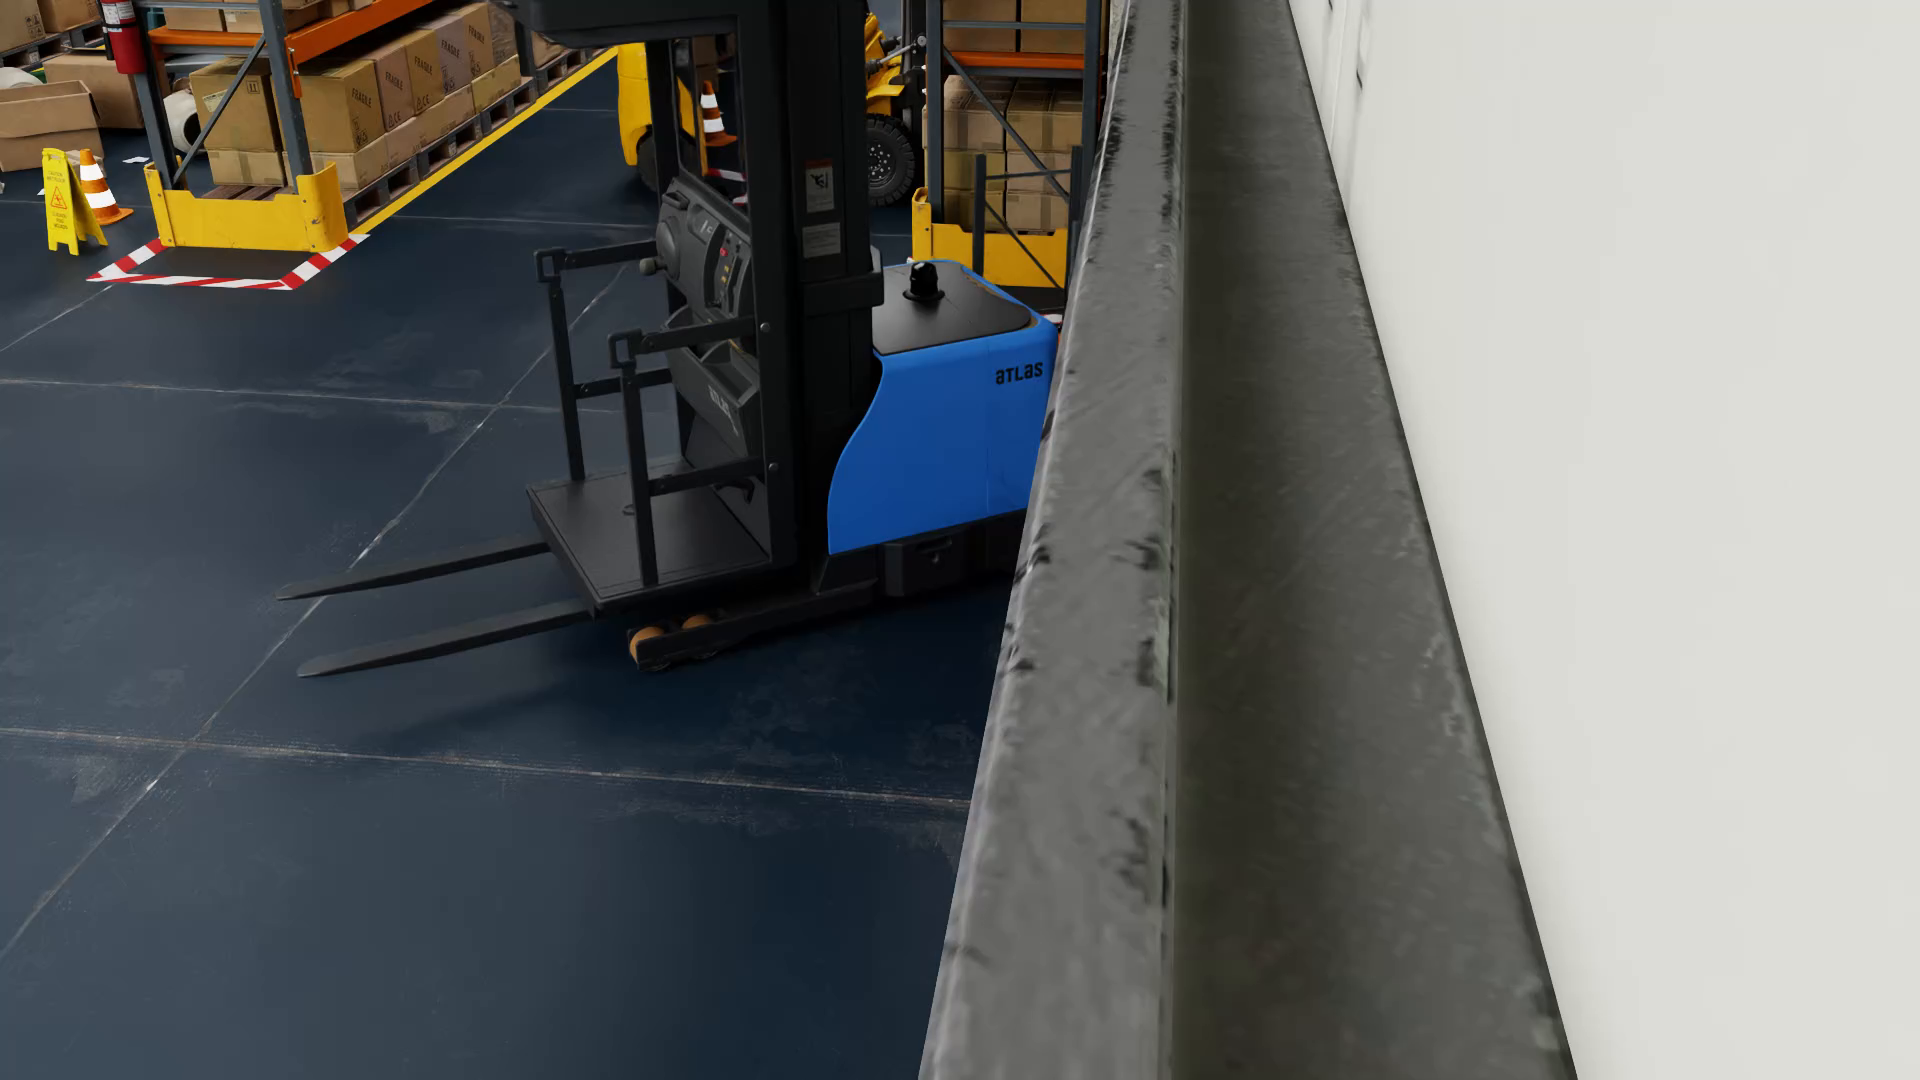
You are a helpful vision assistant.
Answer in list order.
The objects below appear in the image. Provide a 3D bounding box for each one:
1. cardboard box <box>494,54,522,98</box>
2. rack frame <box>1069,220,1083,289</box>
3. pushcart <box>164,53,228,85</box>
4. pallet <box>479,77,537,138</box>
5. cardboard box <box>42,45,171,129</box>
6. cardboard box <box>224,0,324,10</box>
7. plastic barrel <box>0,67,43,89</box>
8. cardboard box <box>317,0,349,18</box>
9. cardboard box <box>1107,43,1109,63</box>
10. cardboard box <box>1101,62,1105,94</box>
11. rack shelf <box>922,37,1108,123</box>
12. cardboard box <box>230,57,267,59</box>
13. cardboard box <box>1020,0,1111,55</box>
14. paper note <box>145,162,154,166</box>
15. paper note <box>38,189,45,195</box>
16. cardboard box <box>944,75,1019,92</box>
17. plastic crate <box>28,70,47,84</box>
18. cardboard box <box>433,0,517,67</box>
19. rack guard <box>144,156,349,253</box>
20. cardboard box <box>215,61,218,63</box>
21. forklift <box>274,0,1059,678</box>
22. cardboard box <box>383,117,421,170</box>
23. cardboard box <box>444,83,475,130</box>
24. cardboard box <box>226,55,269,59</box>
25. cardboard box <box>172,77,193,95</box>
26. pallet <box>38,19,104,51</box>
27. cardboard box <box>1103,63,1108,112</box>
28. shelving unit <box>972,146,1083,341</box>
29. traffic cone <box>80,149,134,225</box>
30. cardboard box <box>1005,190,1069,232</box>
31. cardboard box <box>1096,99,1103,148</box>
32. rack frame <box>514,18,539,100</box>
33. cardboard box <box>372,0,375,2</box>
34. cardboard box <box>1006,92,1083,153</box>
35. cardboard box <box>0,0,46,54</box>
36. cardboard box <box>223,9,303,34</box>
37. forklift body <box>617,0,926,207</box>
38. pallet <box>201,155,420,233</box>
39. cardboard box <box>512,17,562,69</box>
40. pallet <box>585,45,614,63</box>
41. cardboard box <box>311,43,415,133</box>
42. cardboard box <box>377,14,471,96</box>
[{"bbox_3d":[-3.934,-3.805,13.607,0.500,0.250,0.500,5,29,9],"label":"cardboard box"},{"bbox_3d":[0.651,-0.577,6.724,0.500,1.500,0.032,-9,29,-19],"label":"rack frame"},{"bbox_3d":[-6.398,-4.079,14.424,1.648,0.377,0.936,-6,29,-11],"label":"pushcart"},{"bbox_3d":[-4.176,-3.579,13.671,1.003,0.211,1.213,3,28,6],"label":"pallet"},{"bbox_3d":[-6.810,-3.617,13.291,0.797,0.637,0.503,3,28,6],"label":"cardboard box"},{"bbox_3d":[-4.285,-3.624,10.395,0.500,0.500,0.500,3,28,5],"label":"cardboard box"},{"bbox_3d":[-7.670,-3.608,13.500,0.421,0.421,0.512,-24,36,-37],"label":"plastic barrel"},{"bbox_3d":[-4.242,-3.519,10.884,0.380,0.149,0.250,2,28,5],"label":"cardboard box"},{"bbox_3d":[0.883,-3.770,12.488,0.500,0.250,0.500,3,28,5],"label":"cardboard box"},{"bbox_3d":[0.754,-3.296,11.607,0.500,0.250,0.500,3,28,5],"label":"cardboard box"},{"bbox_3d":[0.553,-3.580,11.491,1.077,0.370,4.000,3,28,6],"label":"rack shelf"},{"bbox_3d":[-4.719,-3.185,11.664,0.500,0.500,0.500,4,29,8],"label":"cardboard box"},{"bbox_3d":[0.644,-3.216,9.952,0.500,0.500,0.500,4,29,8],"label":"cardboard box"},{"bbox_3d":[-6.078,-2.824,12.481,0.032,0.001,0.123,3,28,6],"label":"paper note"},{"bbox_3d":[-6.478,-2.495,11.850,0.148,0.019,0.142,-6,29,-11],"label":"paper note"},{"bbox_3d":[0.112,-2.845,10.771,0.500,0.250,0.500,4,29,7],"label":"cardboard box"},{"bbox_3d":[-7.775,-3.994,14.406,0.450,0.188,0.662,9,28,37],"label":"plastic crate"},{"bbox_3d":[-3.935,-4.135,13.429,0.500,0.500,0.500,3,28,5],"label":"cardboard box"},{"bbox_3d":[-4.609,-2.177,10.764,1.175,0.500,0.348,3,28,6],"label":"rack guard"},{"bbox_3d":[-5.610,-3.600,13.403,0.500,0.500,0.500,-24,36,-37],"label":"cardboard box"},{"bbox_3d":[-1.142,-1.077,6.159,3.031,2.935,1.130,-14,31,-24],"label":"forklift"},{"bbox_3d":[-4.175,-2.820,11.778,0.500,0.250,0.500,4,29,8],"label":"cardboard box"},{"bbox_3d":[-4.056,-3.315,12.697,0.500,0.250,0.500,4,29,7],"label":"cardboard box"},{"bbox_3d":[-4.801,-3.401,11.382,0.380,0.149,0.250,4,29,8],"label":"cardboard box"},{"bbox_3d":[-6.359,-3.662,13.768,0.258,0.266,0.396,-17,33,-29],"label":"cardboard box"},{"bbox_3d":[-8.887,-5.081,16.458,1.003,0.211,1.213,3,28,6],"label":"pallet"},{"bbox_3d":[0.831,-3.310,12.161,0.500,0.250,0.500,3,28,6],"label":"cardboard box"},{"bbox_3d":[0.466,-0.805,7.150,0.587,1.500,1.083,-9,29,-19],"label":"shelving unit"},{"bbox_3d":[-5.846,-2.402,11.222,0.336,0.463,0.334,3,28,6],"label":"traffic cone"},{"bbox_3d":[0.562,-2.149,10.533,0.500,0.250,0.500,3,29,6],"label":"cardboard box"},{"bbox_3d":[0.698,-2.838,11.284,0.500,0.250,0.500,4,29,7],"label":"cardboard box"},{"bbox_3d":[-4.129,-5.125,13.600,1.000,3.000,0.127,3,28,6],"label":"rack frame"},{"bbox_3d":[-4.167,-3.760,11.331,0.380,0.149,0.250,4,29,8],"label":"cardboard box"},{"bbox_3d":[0.555,-2.585,10.288,0.500,0.250,0.500,3,28,5],"label":"cardboard box"},{"bbox_3d":[-9.067,-4.857,15.032,1.050,0.750,0.750,3,28,6],"label":"cardboard box"},{"bbox_3d":[-4.372,-3.279,10.439,0.380,0.149,0.250,3,29,6],"label":"cardboard box"},{"bbox_3d":[-1.270,-3.580,11.628,2.313,2.155,1.214,3,28,6],"label":"forklift body"},{"bbox_3d":[-4.475,-2.430,11.539,1.003,0.211,1.213,3,28,6],"label":"pallet"},{"bbox_3d":[-4.067,-4.400,14.582,0.950,0.372,0.625,4,29,7],"label":"cardboard box"},{"bbox_3d":[-3.888,-4.840,16.011,1.003,0.211,1.213,3,28,6],"label":"pallet"},{"bbox_3d":[-4.183,-3.168,11.633,0.500,0.500,0.500,2,28,4],"label":"cardboard box"},{"bbox_3d":[-4.057,-3.655,12.538,0.500,0.500,0.500,5,29,9],"label":"cardboard box"}]
